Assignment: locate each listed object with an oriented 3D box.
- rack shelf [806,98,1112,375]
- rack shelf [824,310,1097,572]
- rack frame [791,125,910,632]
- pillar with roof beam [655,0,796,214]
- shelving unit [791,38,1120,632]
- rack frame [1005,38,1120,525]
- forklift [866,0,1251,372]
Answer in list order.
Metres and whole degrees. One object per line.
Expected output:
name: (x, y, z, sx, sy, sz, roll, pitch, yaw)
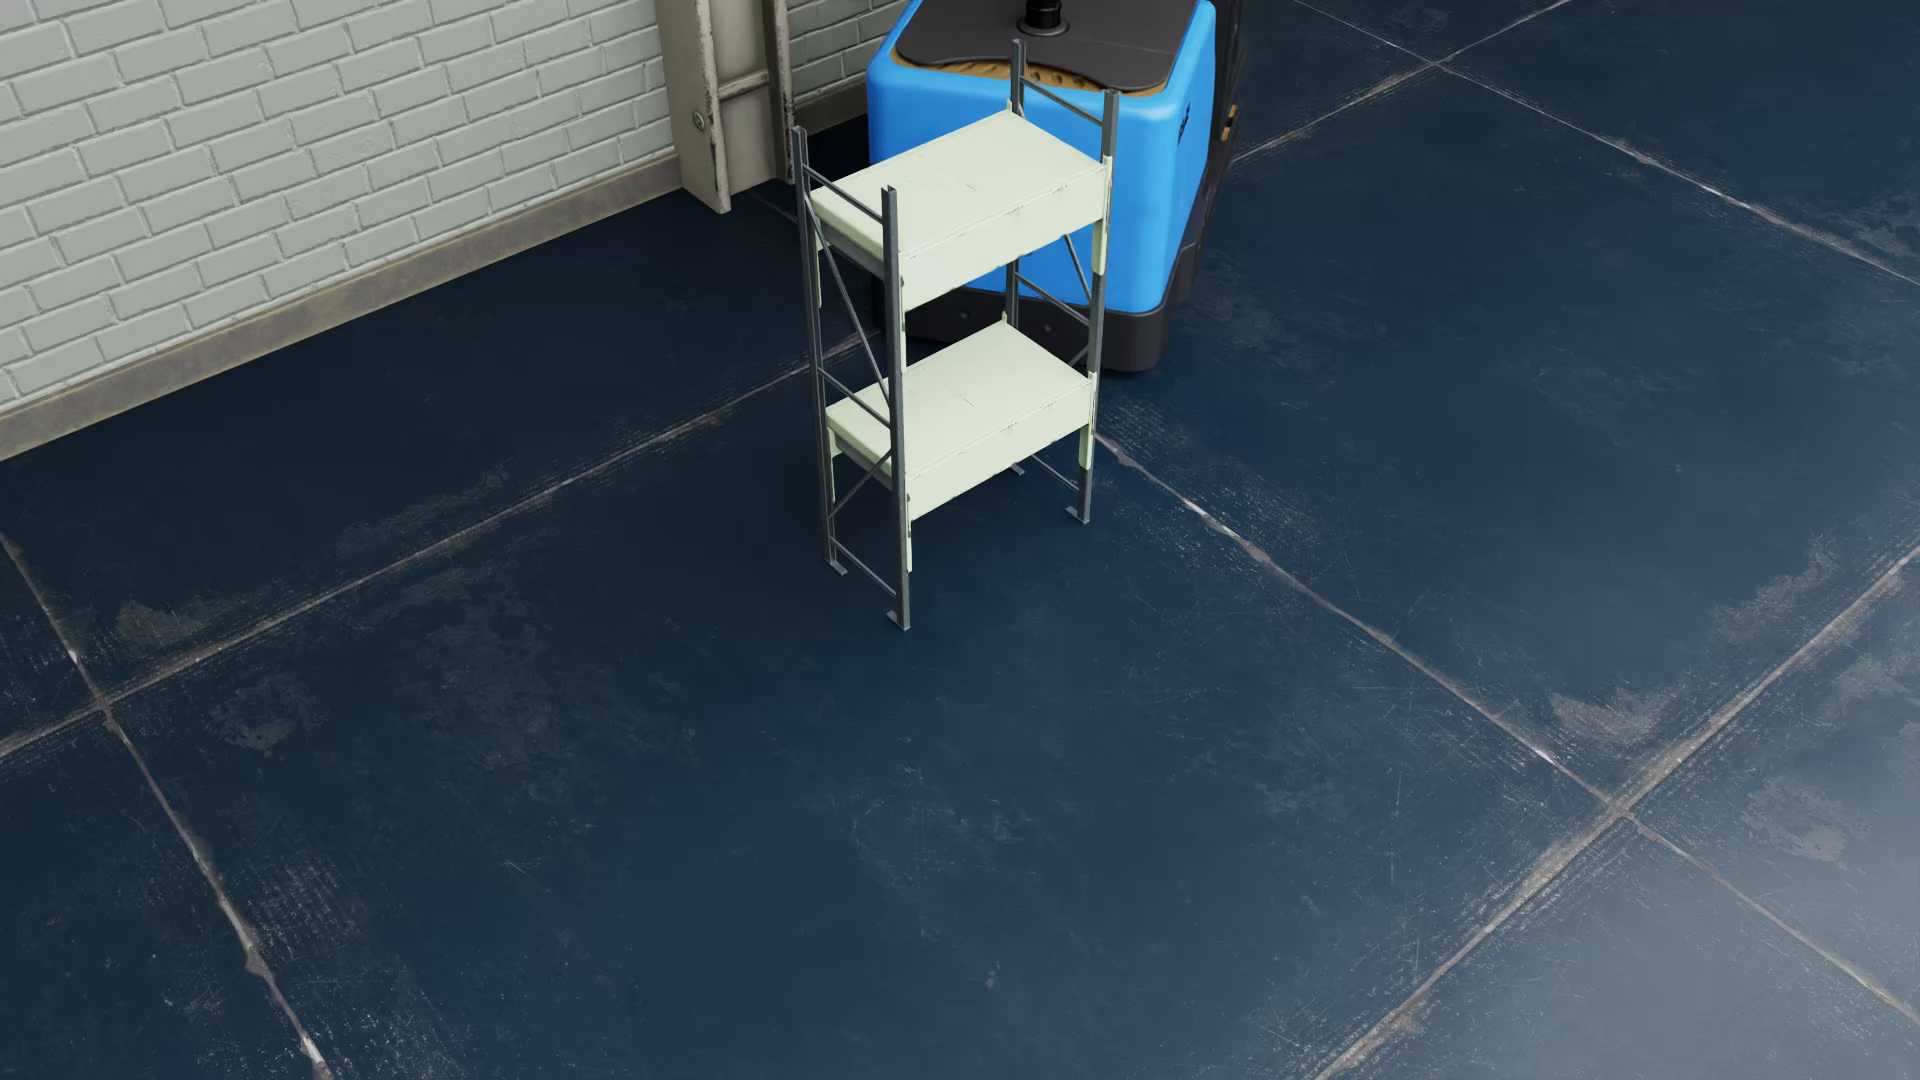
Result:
rack shelf: (-0.005, -0.828, 4.466, 0.720, 0.370, 0.431, -30, 51, -28)
rack shelf: (-0.005, -0.306, 4.957, 0.720, 0.370, 0.431, -30, 51, -28)
rack frame: (-0.286, -0.383, 4.562, 0.023, 1.500, 0.400, -30, 51, -28)
pillar with roof beam: (1.859, -2.487, 1.325, 0.400, 9.000, 9.100, -30, 51, -28)
shelving unit: (-0.005, -0.544, 4.733, 0.755, 1.500, 0.431, -30, 51, -28)
rack frame: (0.276, -0.705, 4.905, 0.023, 1.500, 0.400, -30, 51, -28)
forklift: (0.566, -2.675, 5.957, 1.130, 2.935, 3.031, 11, 44, 11)
